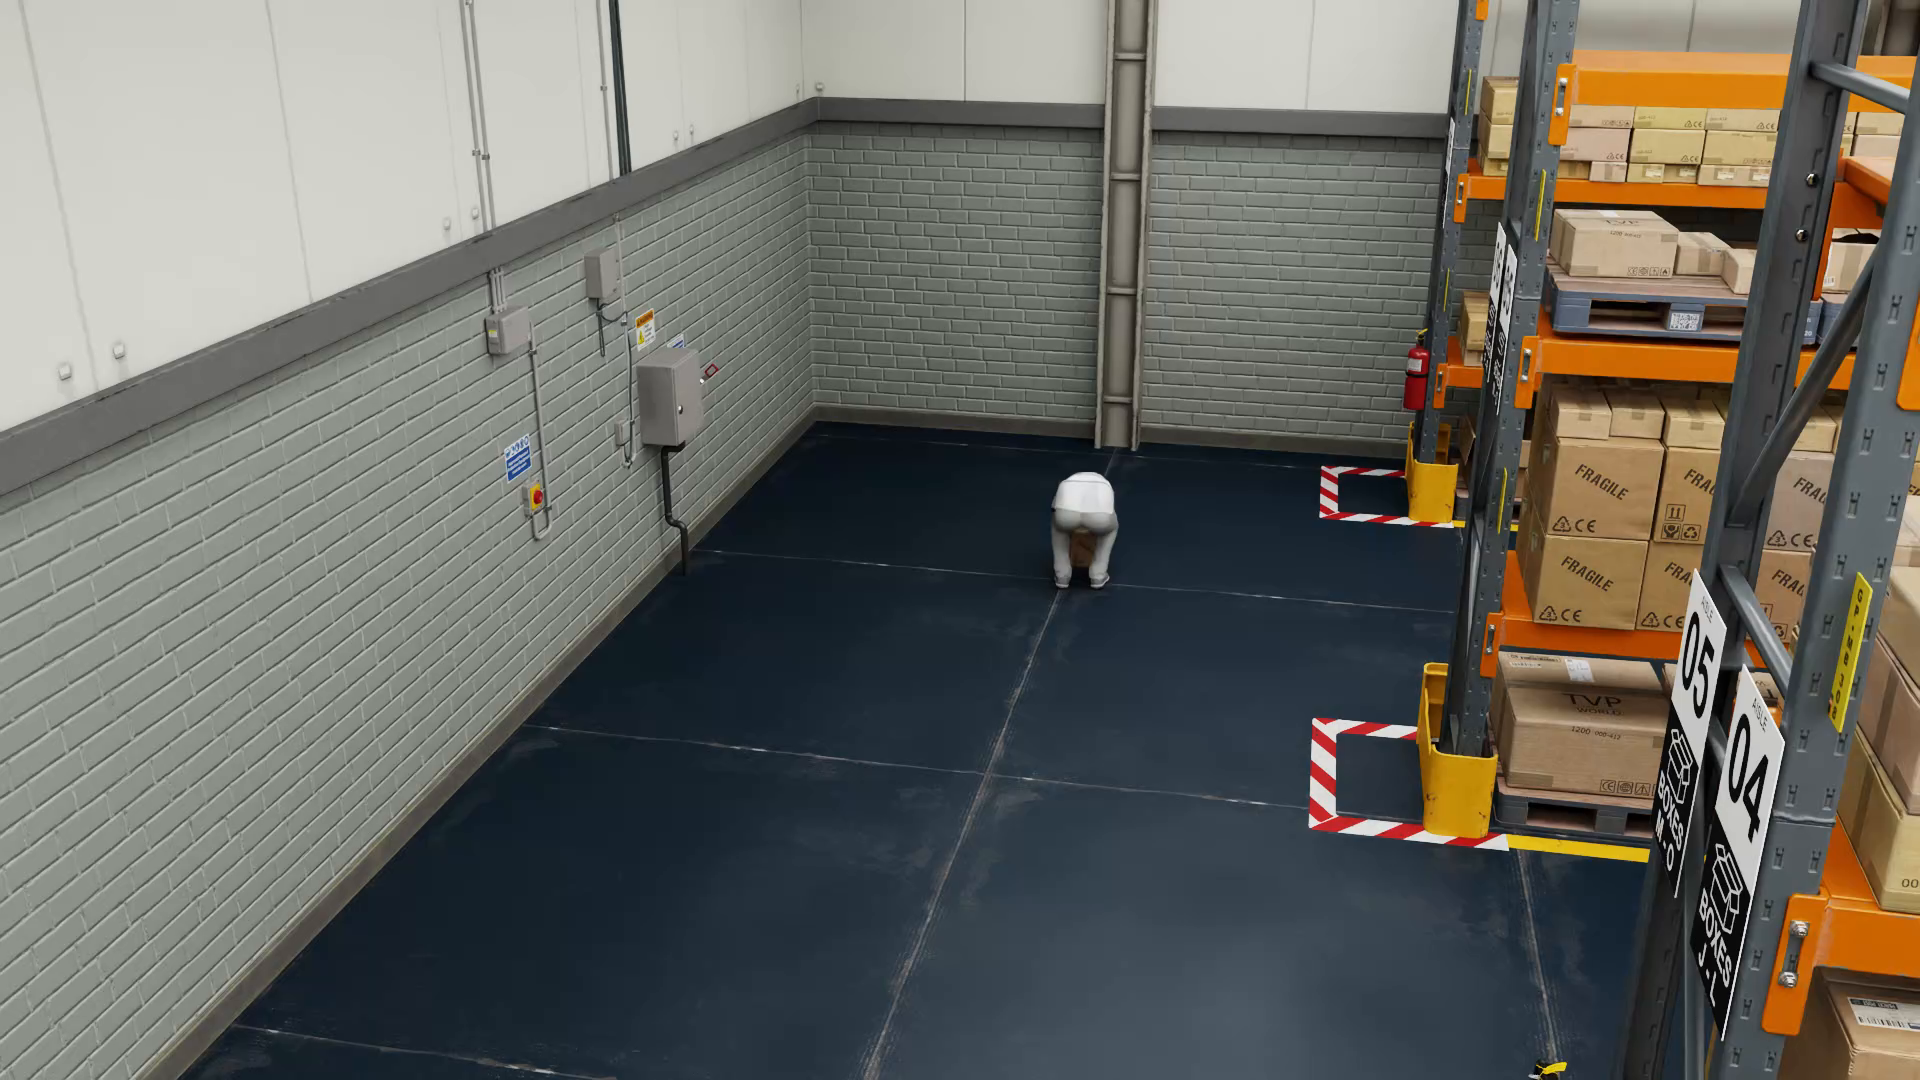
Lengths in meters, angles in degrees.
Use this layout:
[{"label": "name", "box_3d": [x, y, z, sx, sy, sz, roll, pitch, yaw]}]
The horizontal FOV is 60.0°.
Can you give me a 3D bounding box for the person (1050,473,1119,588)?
[{"label": "person", "box_3d": [0.932, -0.125, 12.471, 0.514, 0.874, 0.938, 3, 22, 9]}]
